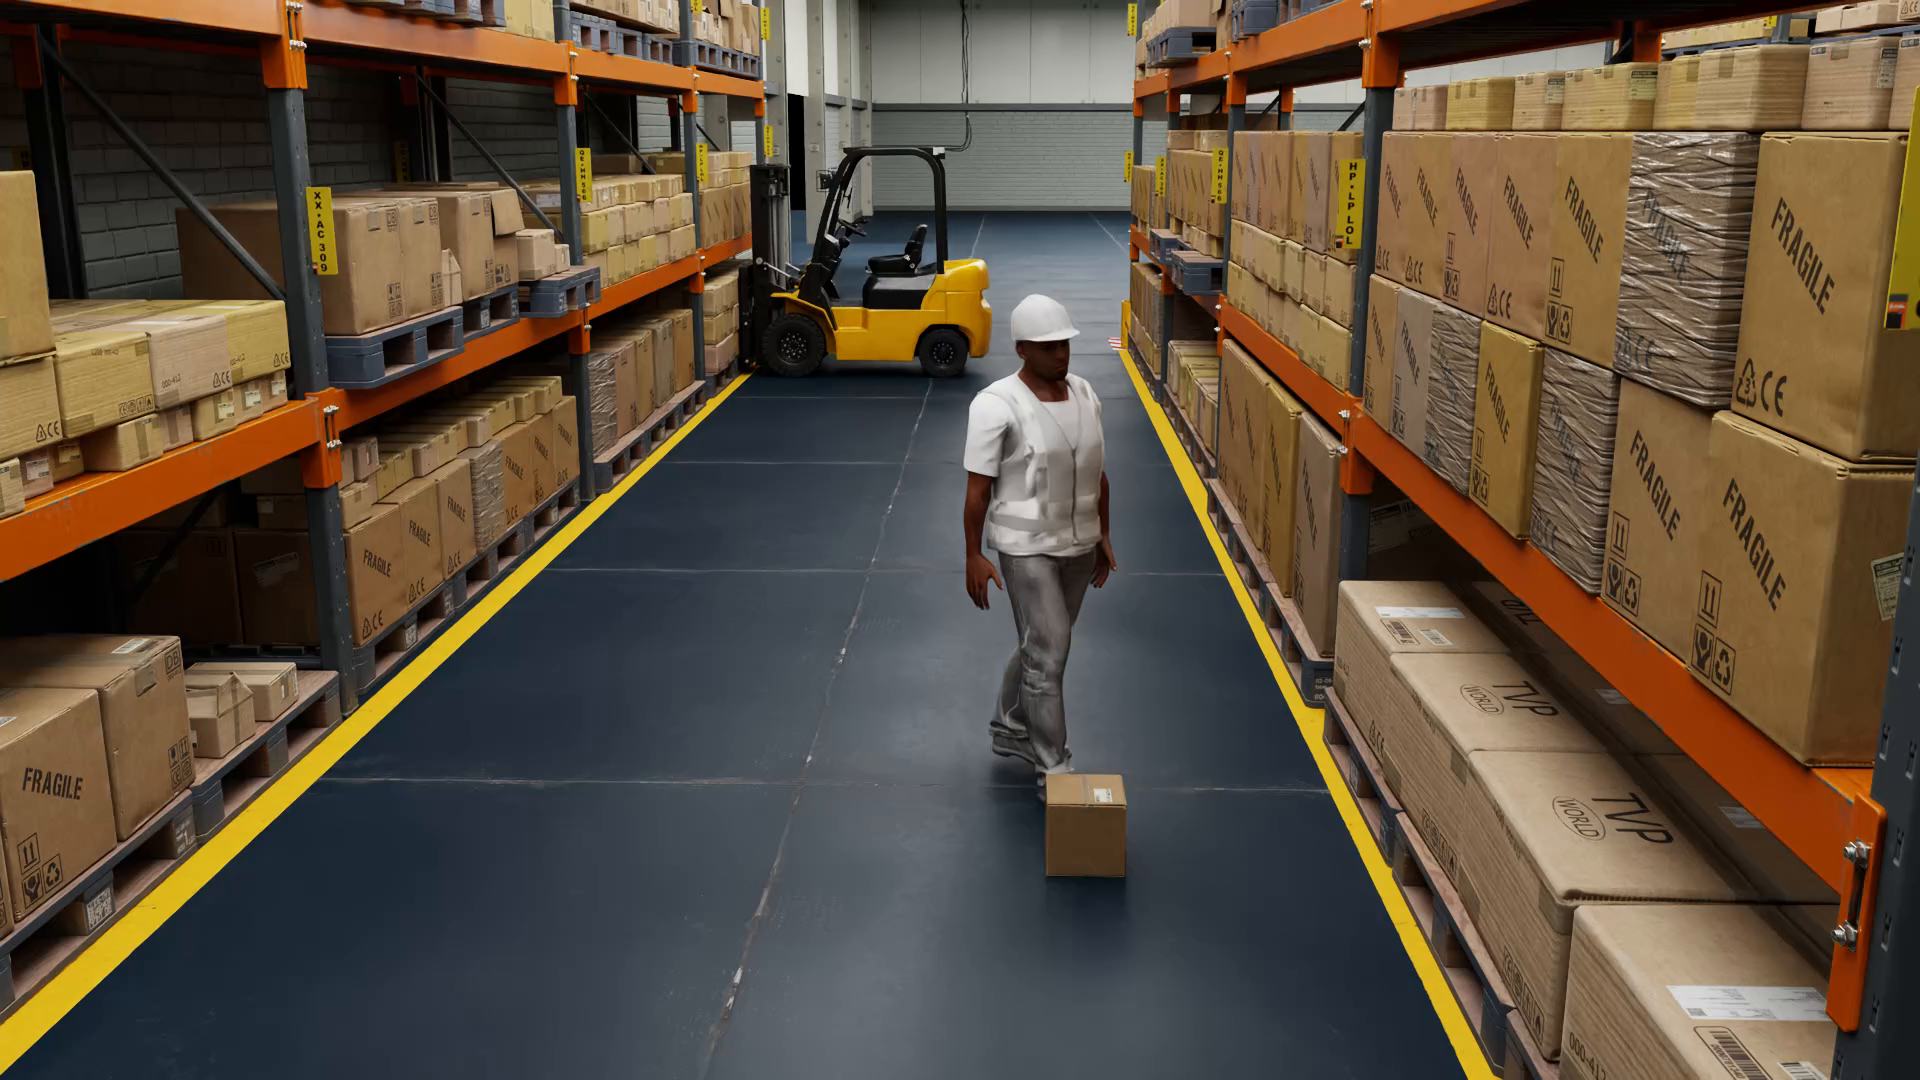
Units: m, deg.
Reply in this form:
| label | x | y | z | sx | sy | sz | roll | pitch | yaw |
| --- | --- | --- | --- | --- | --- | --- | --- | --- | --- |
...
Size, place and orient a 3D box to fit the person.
| label | x | y | z | sx | sy | sz | roll | pitch | yaw |
| --- | --- | --- | --- | --- | --- | --- | --- | --- | --- |
| person | 0.328 | 0.034 | 5.793 | 0.575 | 1.764 | 0.703 | -12 | 18 | -40 |
